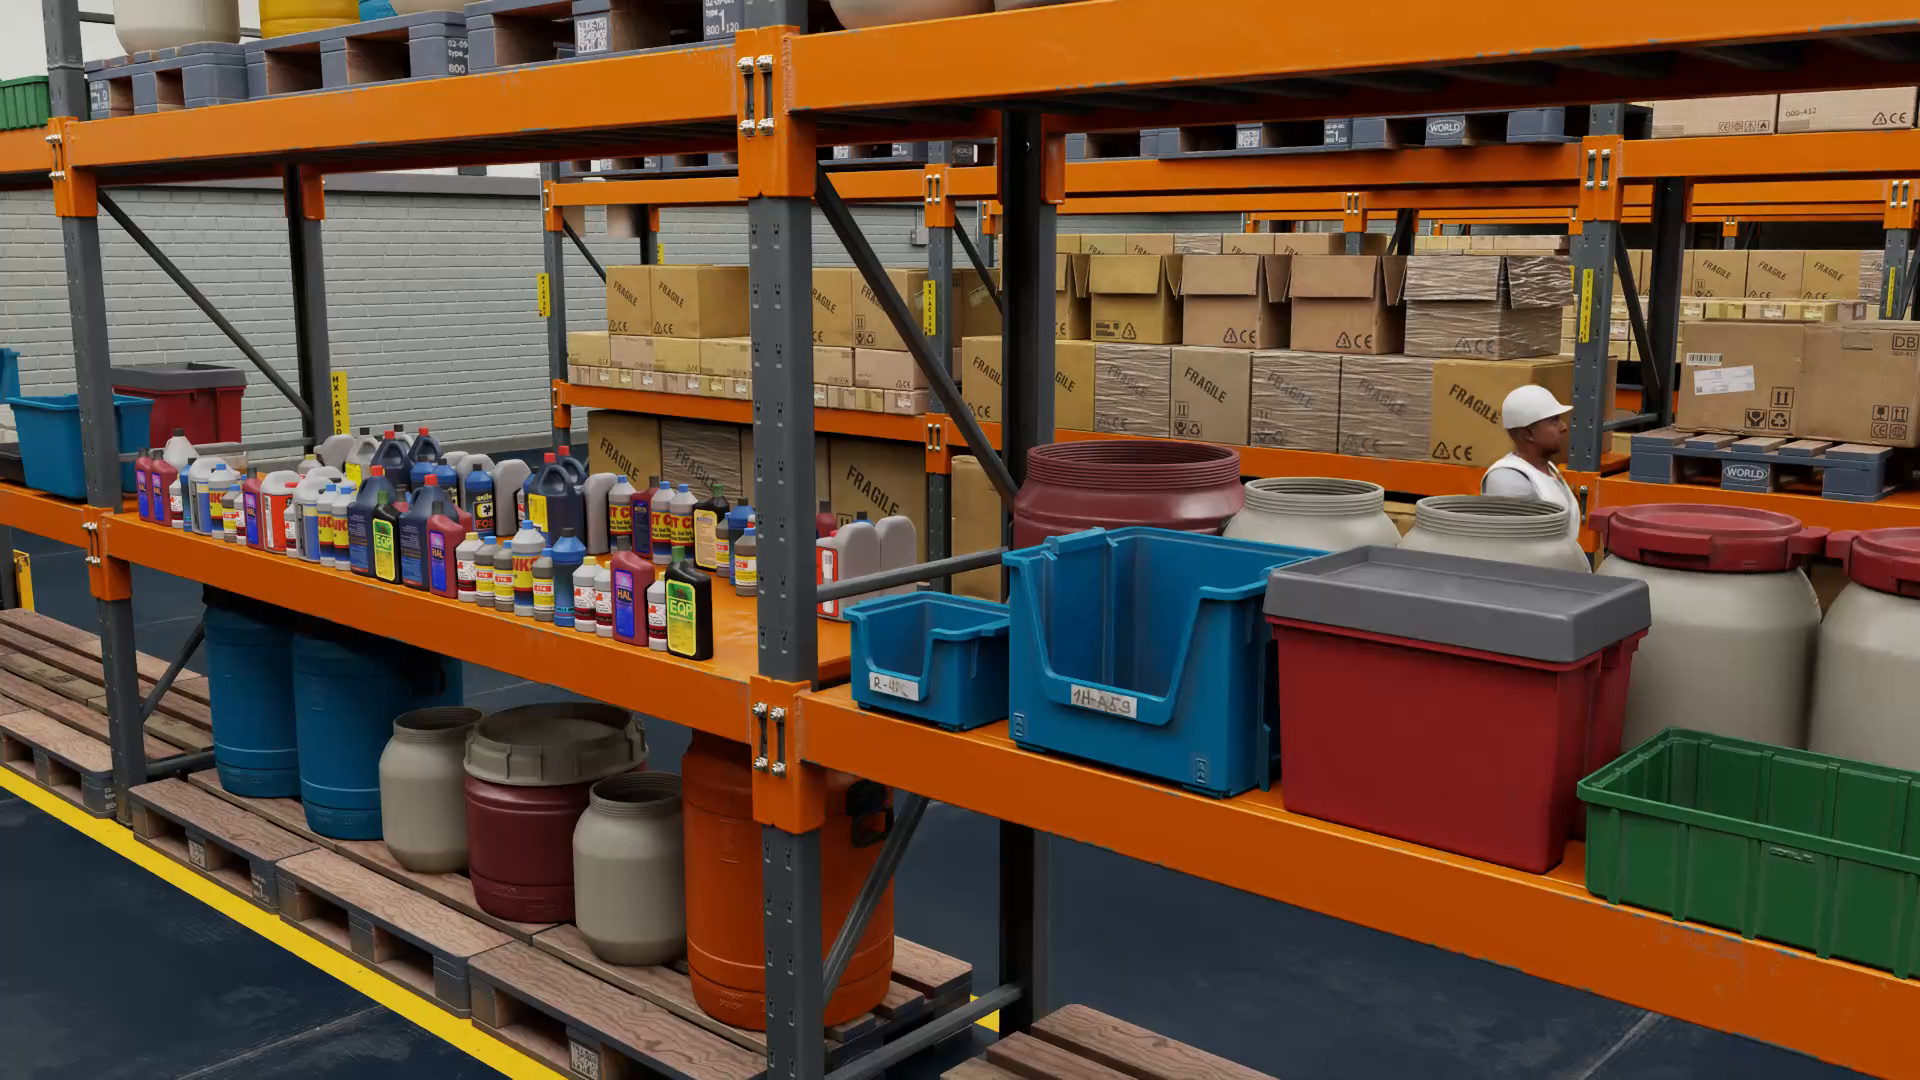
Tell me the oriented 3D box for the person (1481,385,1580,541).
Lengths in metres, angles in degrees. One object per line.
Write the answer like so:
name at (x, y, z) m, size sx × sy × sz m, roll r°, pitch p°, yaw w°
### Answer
person at (2.301, 0.299, 6.664) m, size 0.505 × 1.836 × 0.602 m, roll 6°, pitch 12°, yaw 29°
